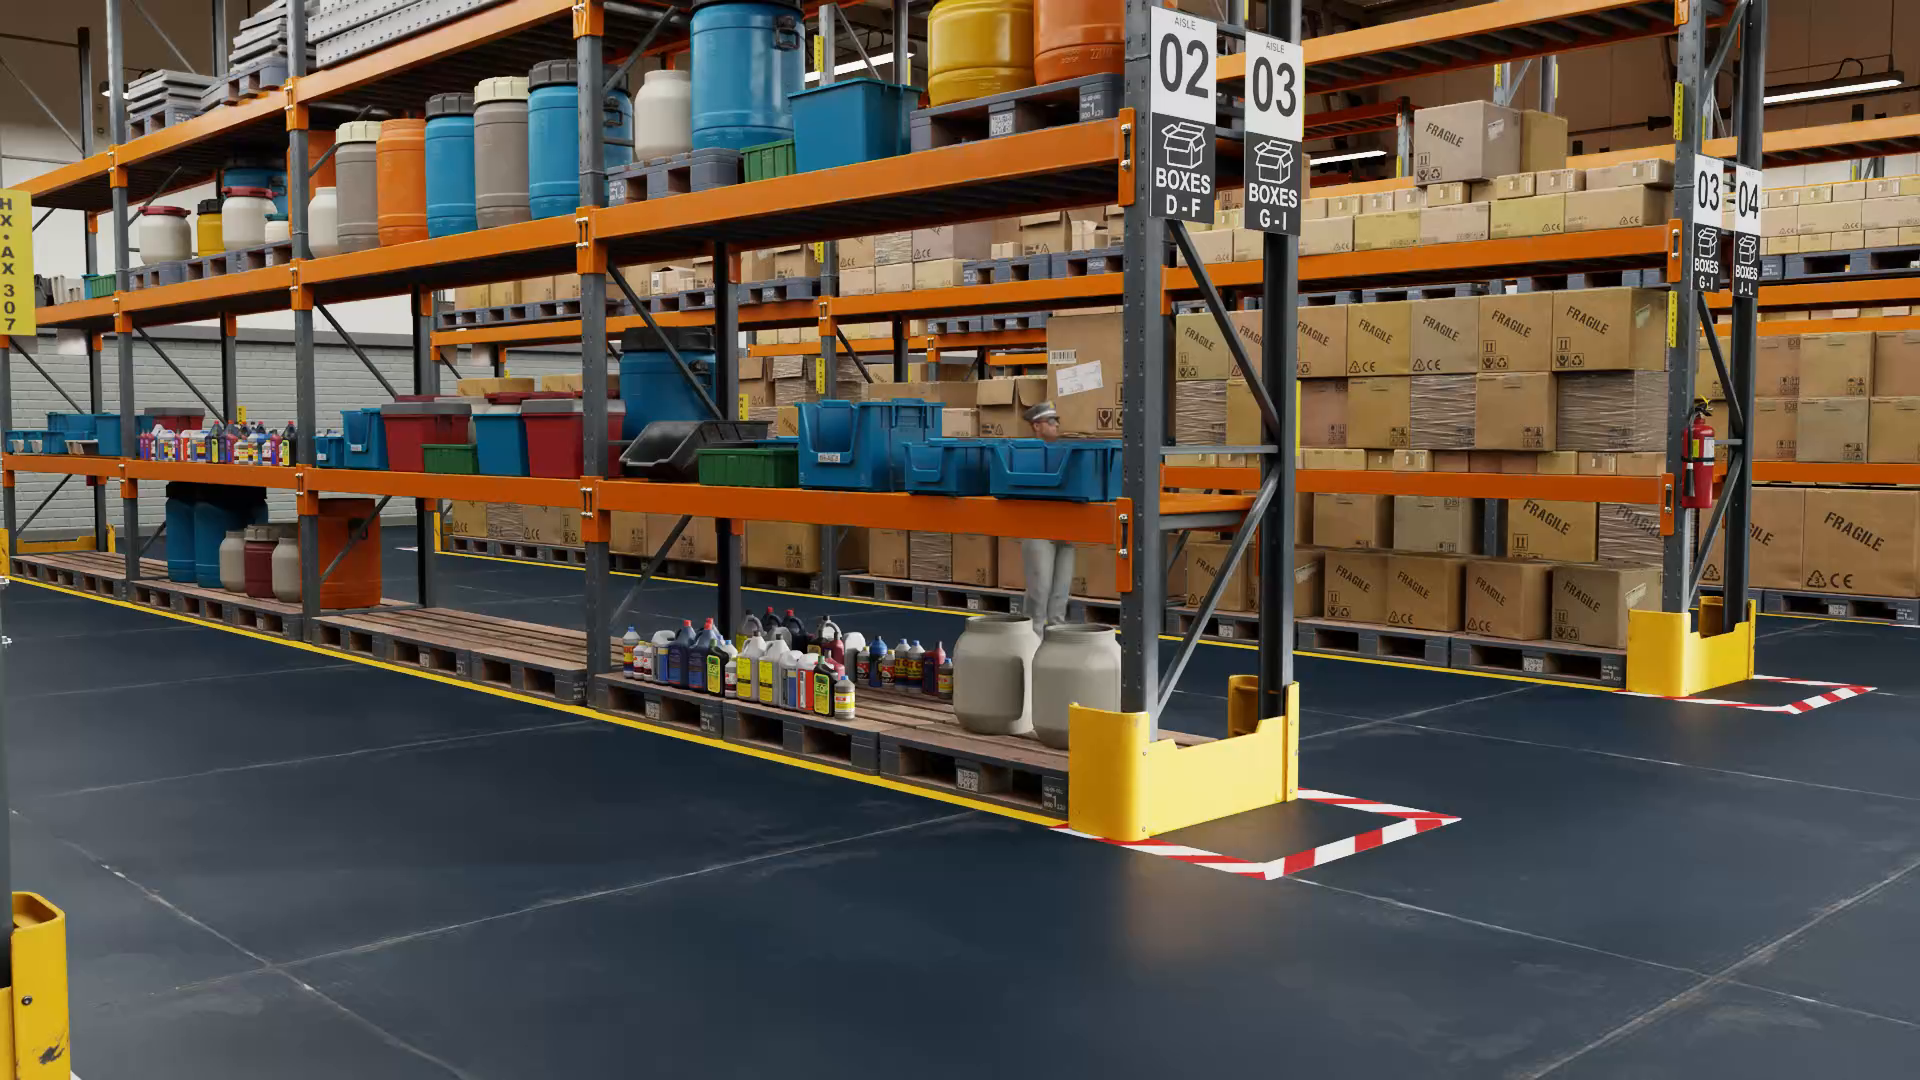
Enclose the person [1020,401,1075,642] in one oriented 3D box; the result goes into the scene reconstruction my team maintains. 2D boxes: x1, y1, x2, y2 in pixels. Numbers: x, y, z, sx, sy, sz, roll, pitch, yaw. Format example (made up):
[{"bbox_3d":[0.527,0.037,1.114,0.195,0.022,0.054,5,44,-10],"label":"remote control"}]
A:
[{"bbox_3d":[0.652,-0.076,11.578,0.538,1.786,0.538,-4,5,-44],"label":"person"}]
